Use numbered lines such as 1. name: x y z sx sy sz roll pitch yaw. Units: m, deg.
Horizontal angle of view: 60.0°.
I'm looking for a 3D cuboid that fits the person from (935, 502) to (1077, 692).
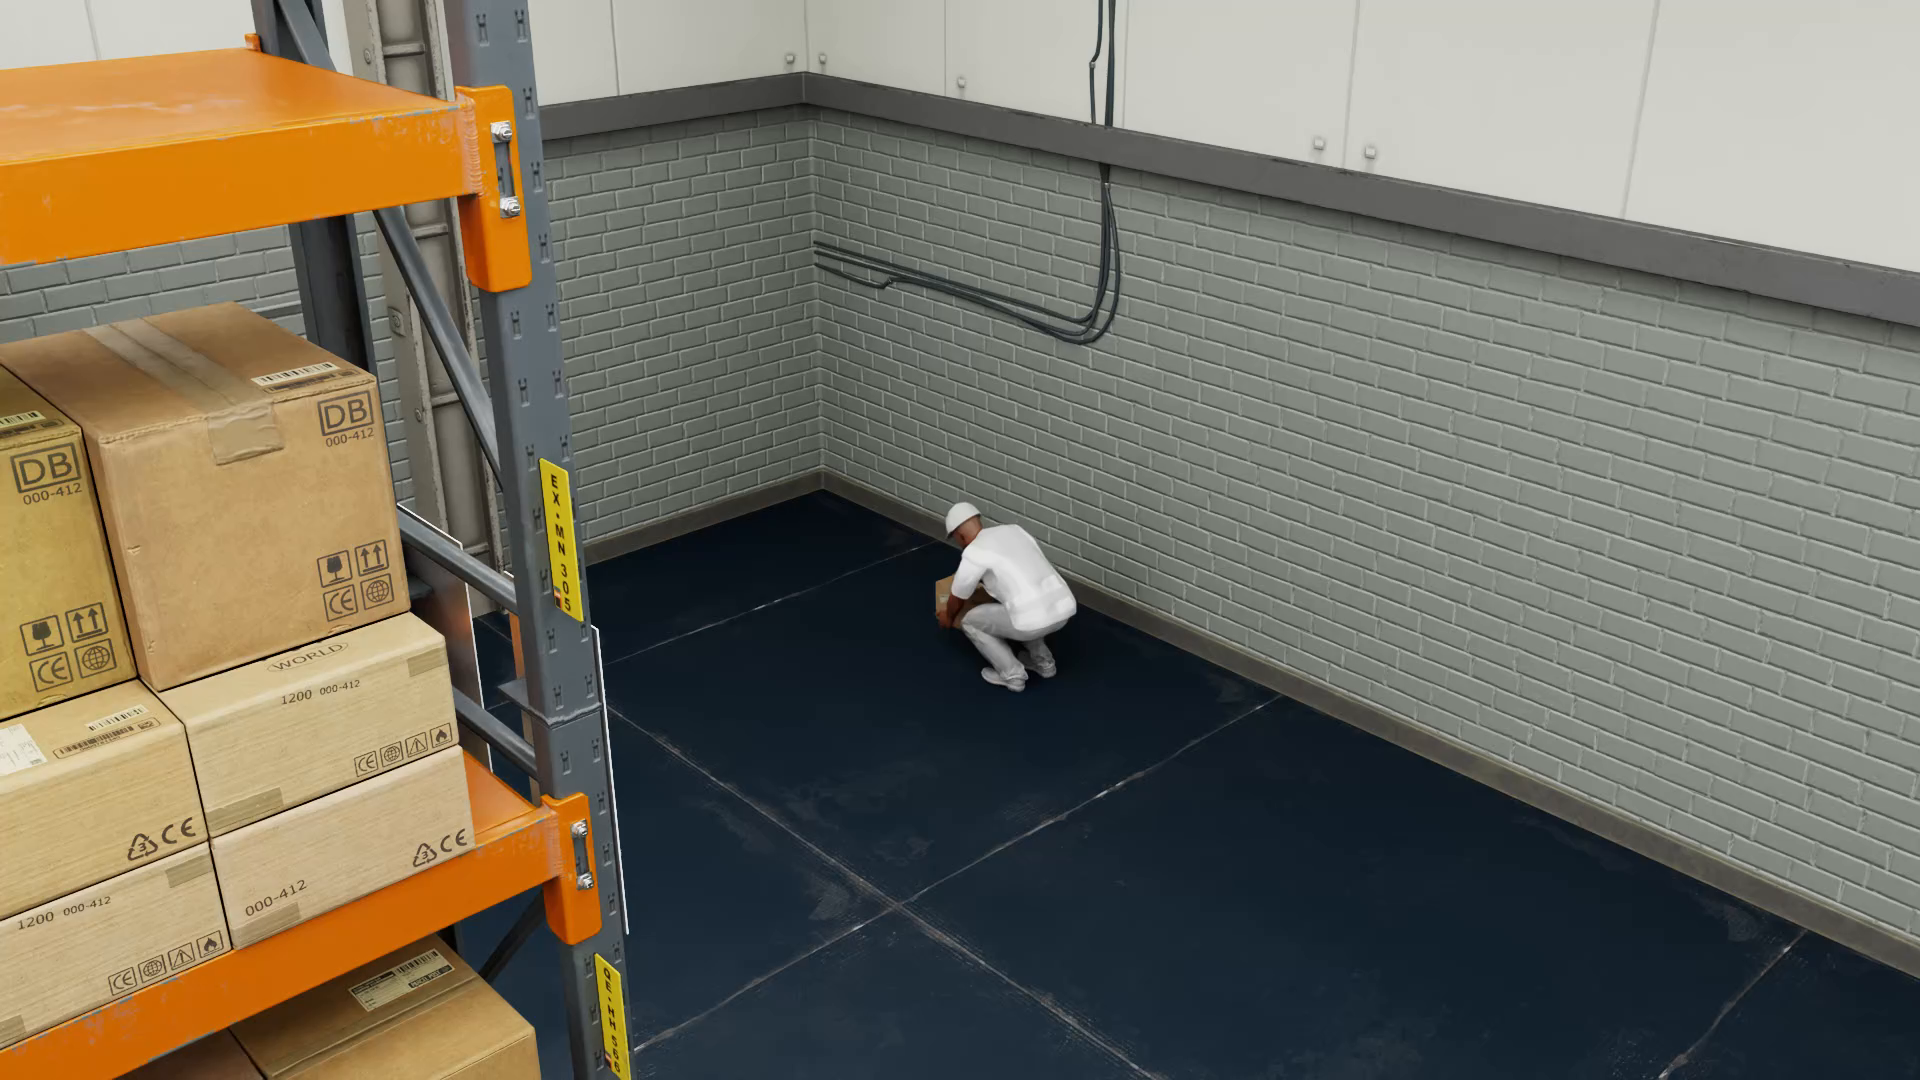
1. person: 0.237 0.320 9.798 0.544 1.008 0.908 -22 32 -40
